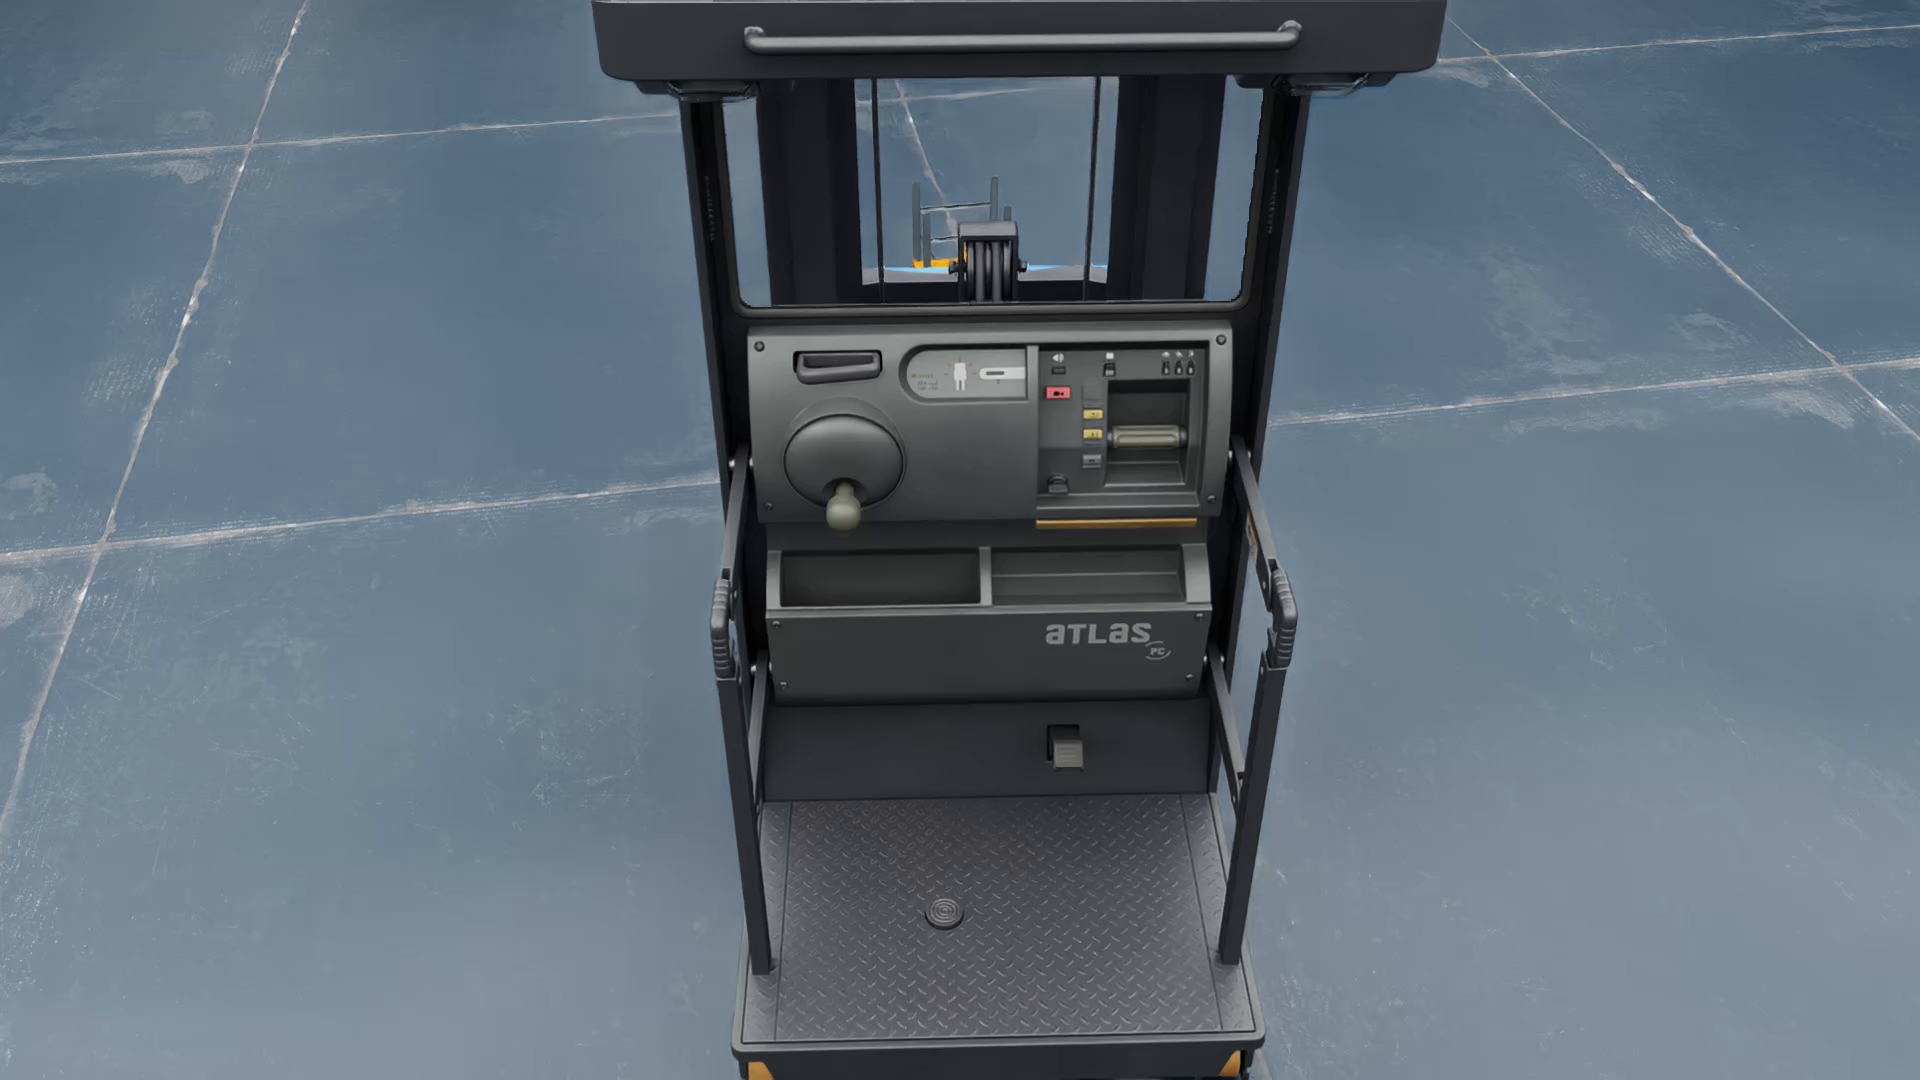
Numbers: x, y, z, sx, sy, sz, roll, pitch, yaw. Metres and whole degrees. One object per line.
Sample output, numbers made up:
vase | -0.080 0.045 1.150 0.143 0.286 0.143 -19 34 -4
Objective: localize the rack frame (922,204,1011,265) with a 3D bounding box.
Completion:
rack frame | 0.019 -0.410 4.800 0.240 1.200 0.006 -6 38 -8

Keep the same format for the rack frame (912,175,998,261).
rack frame | -0.013 -0.520 4.942 0.240 1.200 0.006 -6 38 -8

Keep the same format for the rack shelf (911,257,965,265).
rack shelf | 0.003 -0.714 4.677 0.258 0.103 0.180 -6 38 -8

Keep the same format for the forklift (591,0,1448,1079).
forklift | 0.068 -0.148 3.051 1.130 2.935 3.031 -1 38 -1

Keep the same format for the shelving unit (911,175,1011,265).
shelving unit | 0.003 -0.465 4.871 0.258 1.200 0.189 -6 38 -8
